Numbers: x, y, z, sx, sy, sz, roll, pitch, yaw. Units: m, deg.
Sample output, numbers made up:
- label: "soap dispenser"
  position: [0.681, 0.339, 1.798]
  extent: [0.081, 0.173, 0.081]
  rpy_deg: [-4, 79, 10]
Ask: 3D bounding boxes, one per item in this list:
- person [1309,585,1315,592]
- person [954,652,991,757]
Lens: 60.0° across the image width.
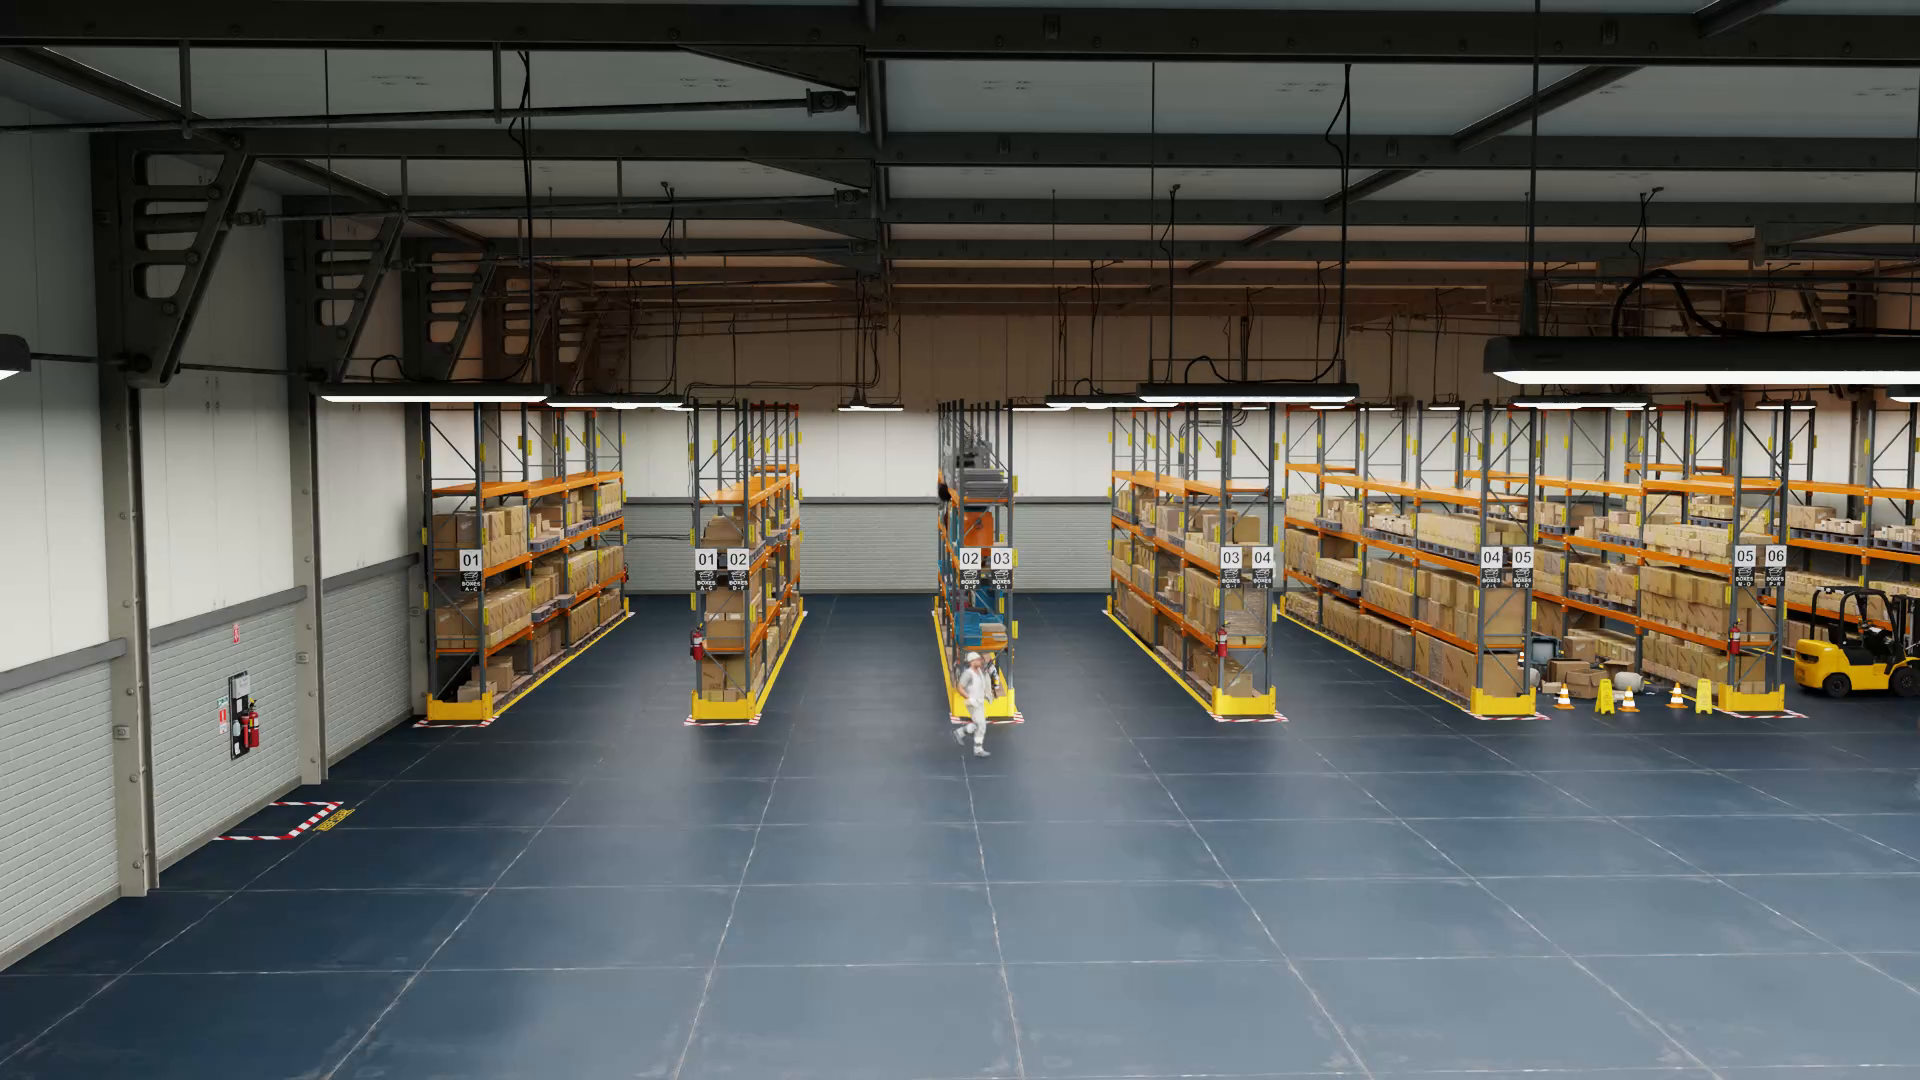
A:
- label: "person"
  position: [10.441, 1.225, 48.853]
  extent: [0.605, 1.559, 0.646]
  rpy_deg: [4, 6, 44]
- label: "person"
  position: [0.186, 2.736, 27.825]
  extent: [0.724, 1.747, 0.698]
  rpy_deg: [2, 5, 28]
